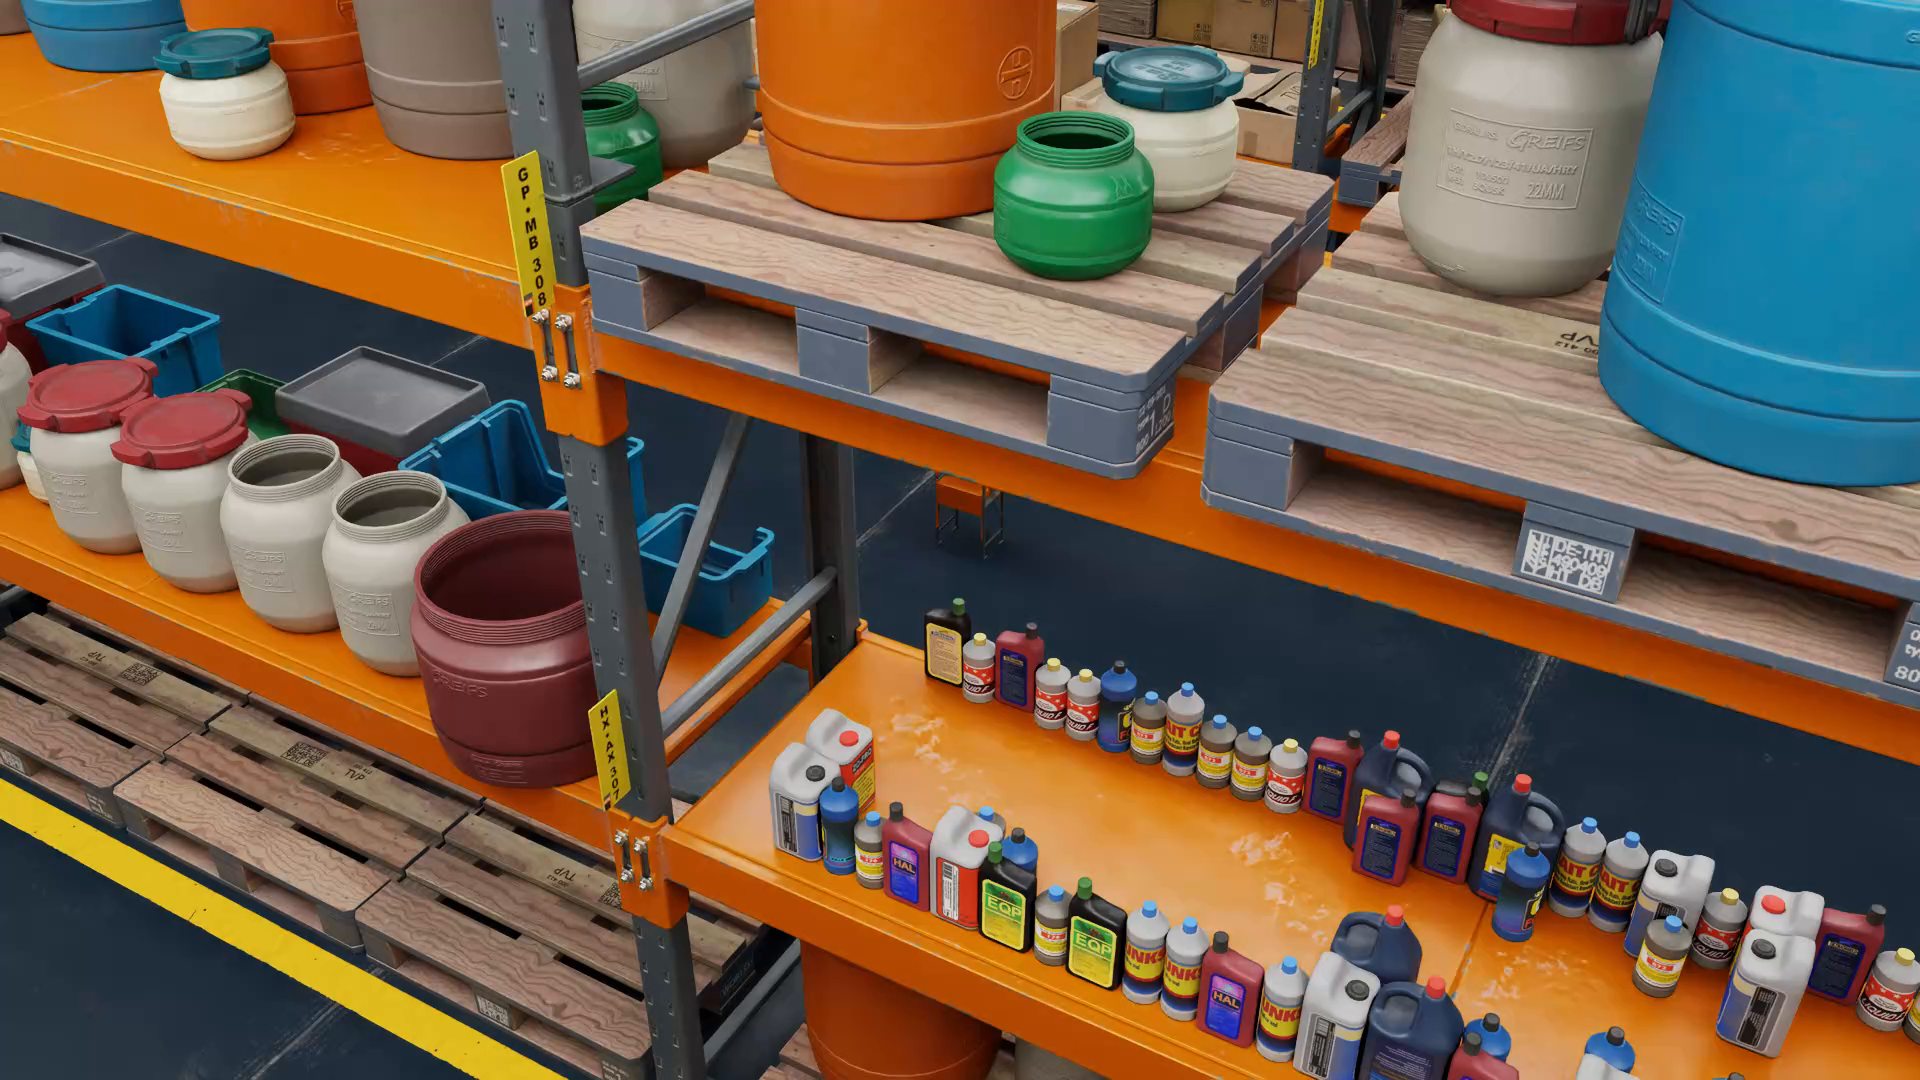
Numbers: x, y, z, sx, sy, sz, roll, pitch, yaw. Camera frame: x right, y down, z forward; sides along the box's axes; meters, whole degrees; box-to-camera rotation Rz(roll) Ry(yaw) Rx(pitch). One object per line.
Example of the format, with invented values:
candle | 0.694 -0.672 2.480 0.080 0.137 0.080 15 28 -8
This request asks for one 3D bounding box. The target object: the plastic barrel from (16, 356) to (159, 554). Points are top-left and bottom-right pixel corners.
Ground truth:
plastic barrel | -2.712 -0.262 5.314 0.433 0.535 0.433 0 34 0

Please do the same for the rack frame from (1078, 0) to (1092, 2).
rack frame | 0.845 -5.543 13.368 0.127 3.000 1.000 18 37 24

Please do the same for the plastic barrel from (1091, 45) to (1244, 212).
plastic barrel | 0.405 -0.817 3.310 0.301 0.262 0.301 0 34 0

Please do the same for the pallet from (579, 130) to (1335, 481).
pallet | 0.017 -0.588 3.391 1.213 0.211 1.003 18 37 24

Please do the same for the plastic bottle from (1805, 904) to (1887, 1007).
plastic bottle | 1.997 0.923 3.764 0.133 0.283 0.061 18 37 24

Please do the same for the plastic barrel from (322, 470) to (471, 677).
plastic barrel | -1.597 0.098 4.796 0.421 0.512 0.421 0 34 0

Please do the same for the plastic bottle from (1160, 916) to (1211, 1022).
plastic bottle | 0.507 0.952 3.731 0.097 0.271 0.097 0 34 0

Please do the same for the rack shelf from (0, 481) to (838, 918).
rack shelf | -2.335 0.074 5.582 4.000 0.370 1.077 18 37 24

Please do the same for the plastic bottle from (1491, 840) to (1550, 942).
plastic bottle | 1.329 0.820 3.929 0.097 0.271 0.097 0 34 0

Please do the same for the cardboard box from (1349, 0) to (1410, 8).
cardboard box | 3.203 -4.258 12.619 0.500 0.250 0.500 18 38 25

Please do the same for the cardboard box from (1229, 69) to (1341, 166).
cardboard box | 1.569 -2.142 8.341 0.500 0.311 0.500 20 39 27

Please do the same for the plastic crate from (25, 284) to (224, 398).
plastic crate | -2.959 -0.615 5.982 0.575 0.384 0.392 18 37 24

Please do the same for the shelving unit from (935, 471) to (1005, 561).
shelving unit | 0.046 -0.422 7.437 0.252 1.050 0.215 18 37 24

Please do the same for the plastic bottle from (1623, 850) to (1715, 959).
plastic bottle | 1.657 0.847 3.884 0.135 0.276 0.152 18 37 24

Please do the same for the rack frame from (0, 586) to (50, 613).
rack frame | -4.071 -0.776 6.209 0.127 3.000 1.000 18 37 24

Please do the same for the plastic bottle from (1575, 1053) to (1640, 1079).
plastic bottle | 1.299 1.183 3.379 0.135 0.276 0.152 18 37 24

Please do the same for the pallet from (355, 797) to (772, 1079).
pallet | -1.251 1.253 5.678 1.213 0.211 1.003 18 37 24

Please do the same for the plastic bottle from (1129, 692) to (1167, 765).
plastic bottle | 0.510 0.497 4.476 0.097 0.201 0.097 0 34 0

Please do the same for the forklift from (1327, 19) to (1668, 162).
forklift | 3.387 -3.073 9.720 3.031 2.935 1.130 24 40 31

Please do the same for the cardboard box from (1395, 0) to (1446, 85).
cardboard box | 3.667 -3.759 12.547 0.500 0.500 0.700 18 38 25

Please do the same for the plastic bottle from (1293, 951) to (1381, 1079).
plastic bottle | 0.821 1.032 3.606 0.135 0.276 0.152 18 37 24

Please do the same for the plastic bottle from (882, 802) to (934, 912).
plastic bottle | -0.120 0.760 4.008 0.133 0.283 0.061 18 37 24

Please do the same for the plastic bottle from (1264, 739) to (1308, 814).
plastic bottle | 0.848 0.604 4.315 0.097 0.201 0.097 0 34 0

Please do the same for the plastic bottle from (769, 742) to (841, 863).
plastic bottle | -0.383 0.651 4.179 0.135 0.276 0.152 18 37 24

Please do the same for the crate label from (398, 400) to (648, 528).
crate label | -1.327 -0.094 5.153 0.616 0.435 0.502 18 37 24

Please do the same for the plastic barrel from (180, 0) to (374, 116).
plastic barrel | -1.771 -1.613 4.372 0.708 0.830 0.600 18 37 24

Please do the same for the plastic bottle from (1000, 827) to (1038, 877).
plastic bottle | 0.136 0.795 3.965 0.097 0.271 0.097 0 34 0

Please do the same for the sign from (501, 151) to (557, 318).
sign | -0.865 -0.614 3.354 0.005 0.325 0.100 18 37 24

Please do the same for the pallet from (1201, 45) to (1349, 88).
pallet | 2.585 -3.834 13.317 1.213 0.211 1.003 18 37 24

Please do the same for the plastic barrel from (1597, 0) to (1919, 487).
plastic barrel | 1.317 -0.603 2.412 0.708 0.901 0.600 18 37 24

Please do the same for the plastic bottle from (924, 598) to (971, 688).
plastic bottle | -0.035 0.279 4.730 0.133 0.283 0.061 18 37 24

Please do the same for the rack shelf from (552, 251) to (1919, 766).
rack shelf | 1.138 -0.075 3.099 4.000 0.370 1.077 18 37 24

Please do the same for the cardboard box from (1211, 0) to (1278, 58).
cardboard box | 2.388 -4.214 13.230 0.500 0.500 0.700 18 38 25

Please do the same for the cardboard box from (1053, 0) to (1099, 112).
cardboard box | 0.398 -2.554 8.788 0.500 0.500 0.500 16 37 22

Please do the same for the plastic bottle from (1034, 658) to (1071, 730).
plastic bottle | 0.256 0.417 4.597 0.097 0.201 0.097 0 34 0

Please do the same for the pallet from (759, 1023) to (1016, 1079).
pallet | 0.107 1.682 5.034 1.213 0.211 1.003 18 37 24

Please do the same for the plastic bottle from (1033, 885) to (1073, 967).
plastic bottle | 0.222 0.891 3.886 0.097 0.201 0.097 0 34 0

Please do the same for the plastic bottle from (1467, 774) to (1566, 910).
plastic bottle | 1.351 0.716 4.012 0.185 0.351 0.144 18 37 24

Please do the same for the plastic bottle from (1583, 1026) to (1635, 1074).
plastic bottle | 1.345 1.120 3.478 0.097 0.271 0.097 0 34 0

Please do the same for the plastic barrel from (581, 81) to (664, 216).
plastic barrel | -0.838 -0.903 3.833 0.294 0.245 0.294 0 34 0

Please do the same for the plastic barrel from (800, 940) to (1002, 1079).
plastic barrel | -0.165 1.179 4.852 0.708 0.830 0.600 18 37 24

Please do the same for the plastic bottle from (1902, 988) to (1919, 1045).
plastic bottle | 2.173 1.024 3.685 0.097 0.201 0.097 0 34 0

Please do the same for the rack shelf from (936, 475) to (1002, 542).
rack shelf | 0.046 -0.182 7.597 0.240 0.259 0.215 18 37 24
